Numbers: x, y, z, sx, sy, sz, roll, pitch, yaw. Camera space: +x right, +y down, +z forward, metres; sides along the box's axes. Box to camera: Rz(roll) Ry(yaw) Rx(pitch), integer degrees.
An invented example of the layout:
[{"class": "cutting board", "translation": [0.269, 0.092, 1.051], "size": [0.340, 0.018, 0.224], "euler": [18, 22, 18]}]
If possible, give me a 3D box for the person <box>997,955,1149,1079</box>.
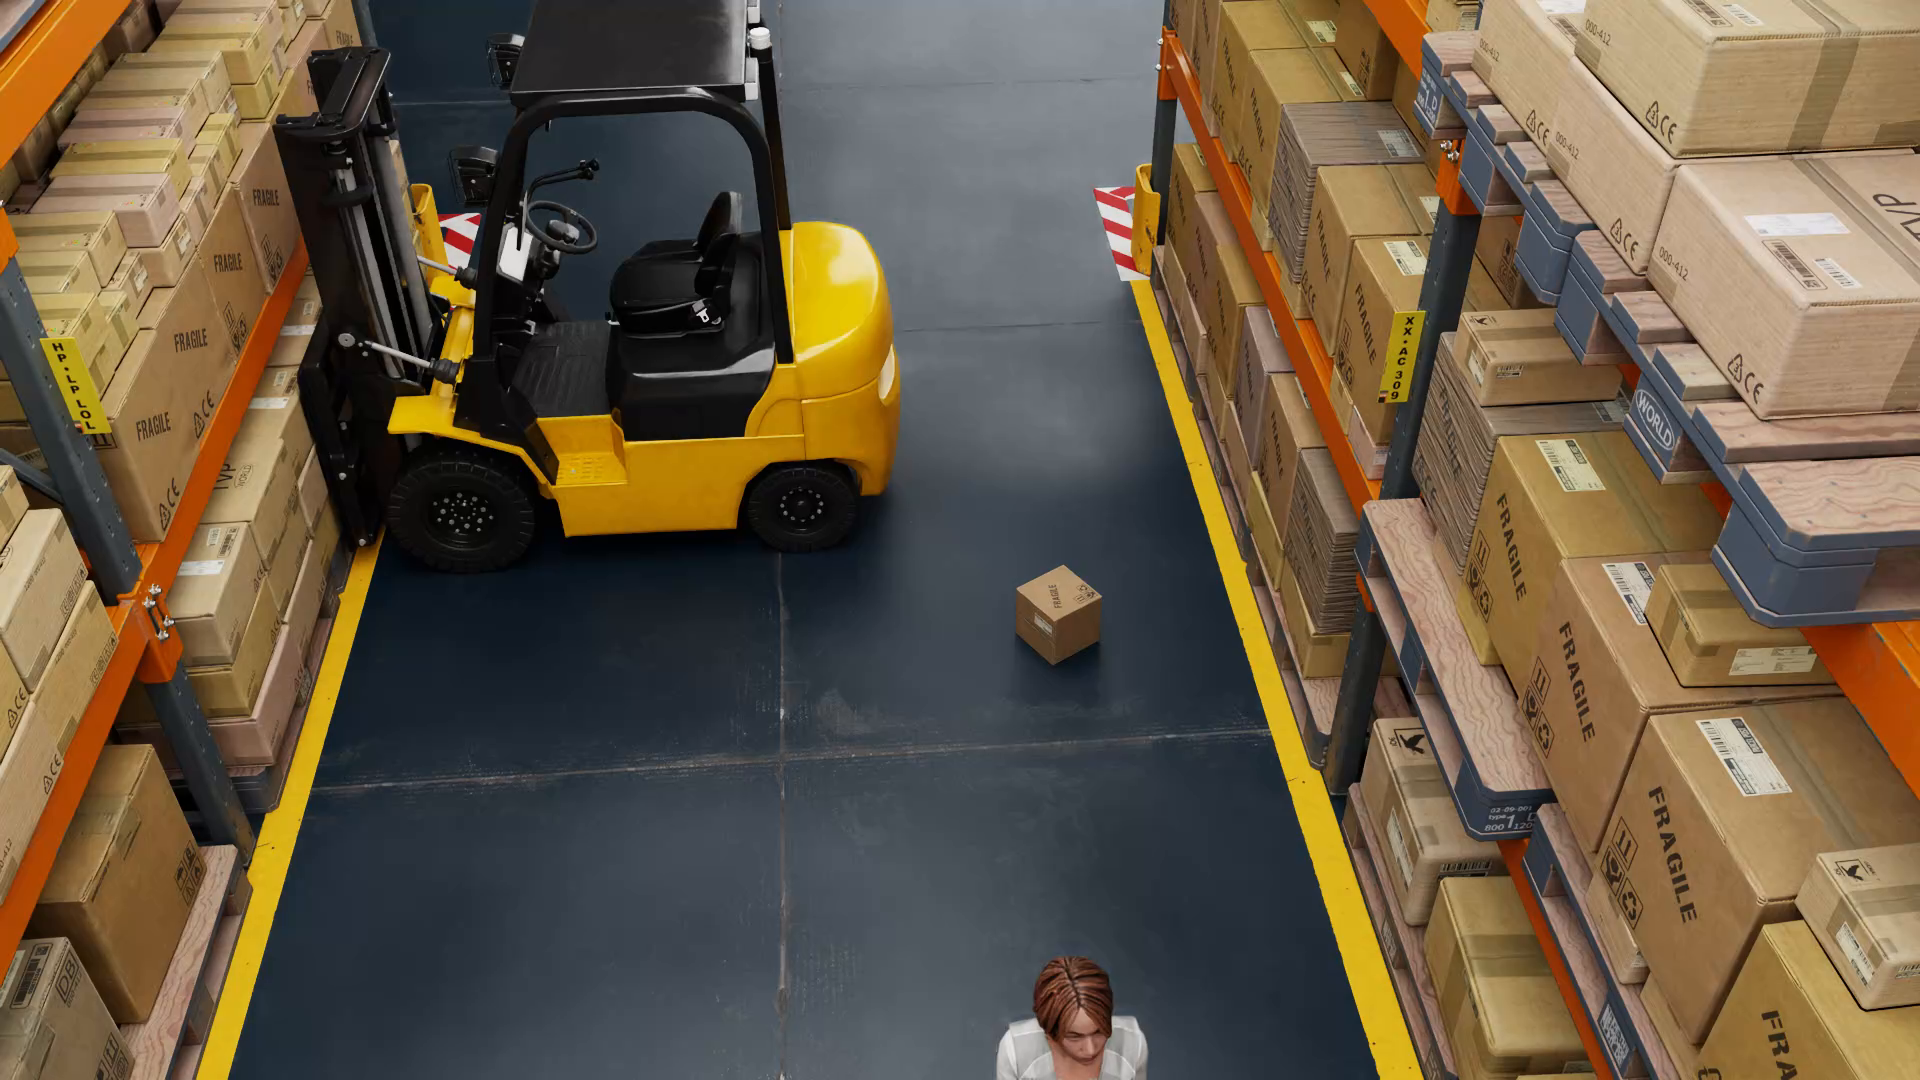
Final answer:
[{"class": "person", "translation": [0.268, 1.587, 4.219], "size": [0.421, 1.586, 0.539], "euler": [-1, 40, -1]}]
